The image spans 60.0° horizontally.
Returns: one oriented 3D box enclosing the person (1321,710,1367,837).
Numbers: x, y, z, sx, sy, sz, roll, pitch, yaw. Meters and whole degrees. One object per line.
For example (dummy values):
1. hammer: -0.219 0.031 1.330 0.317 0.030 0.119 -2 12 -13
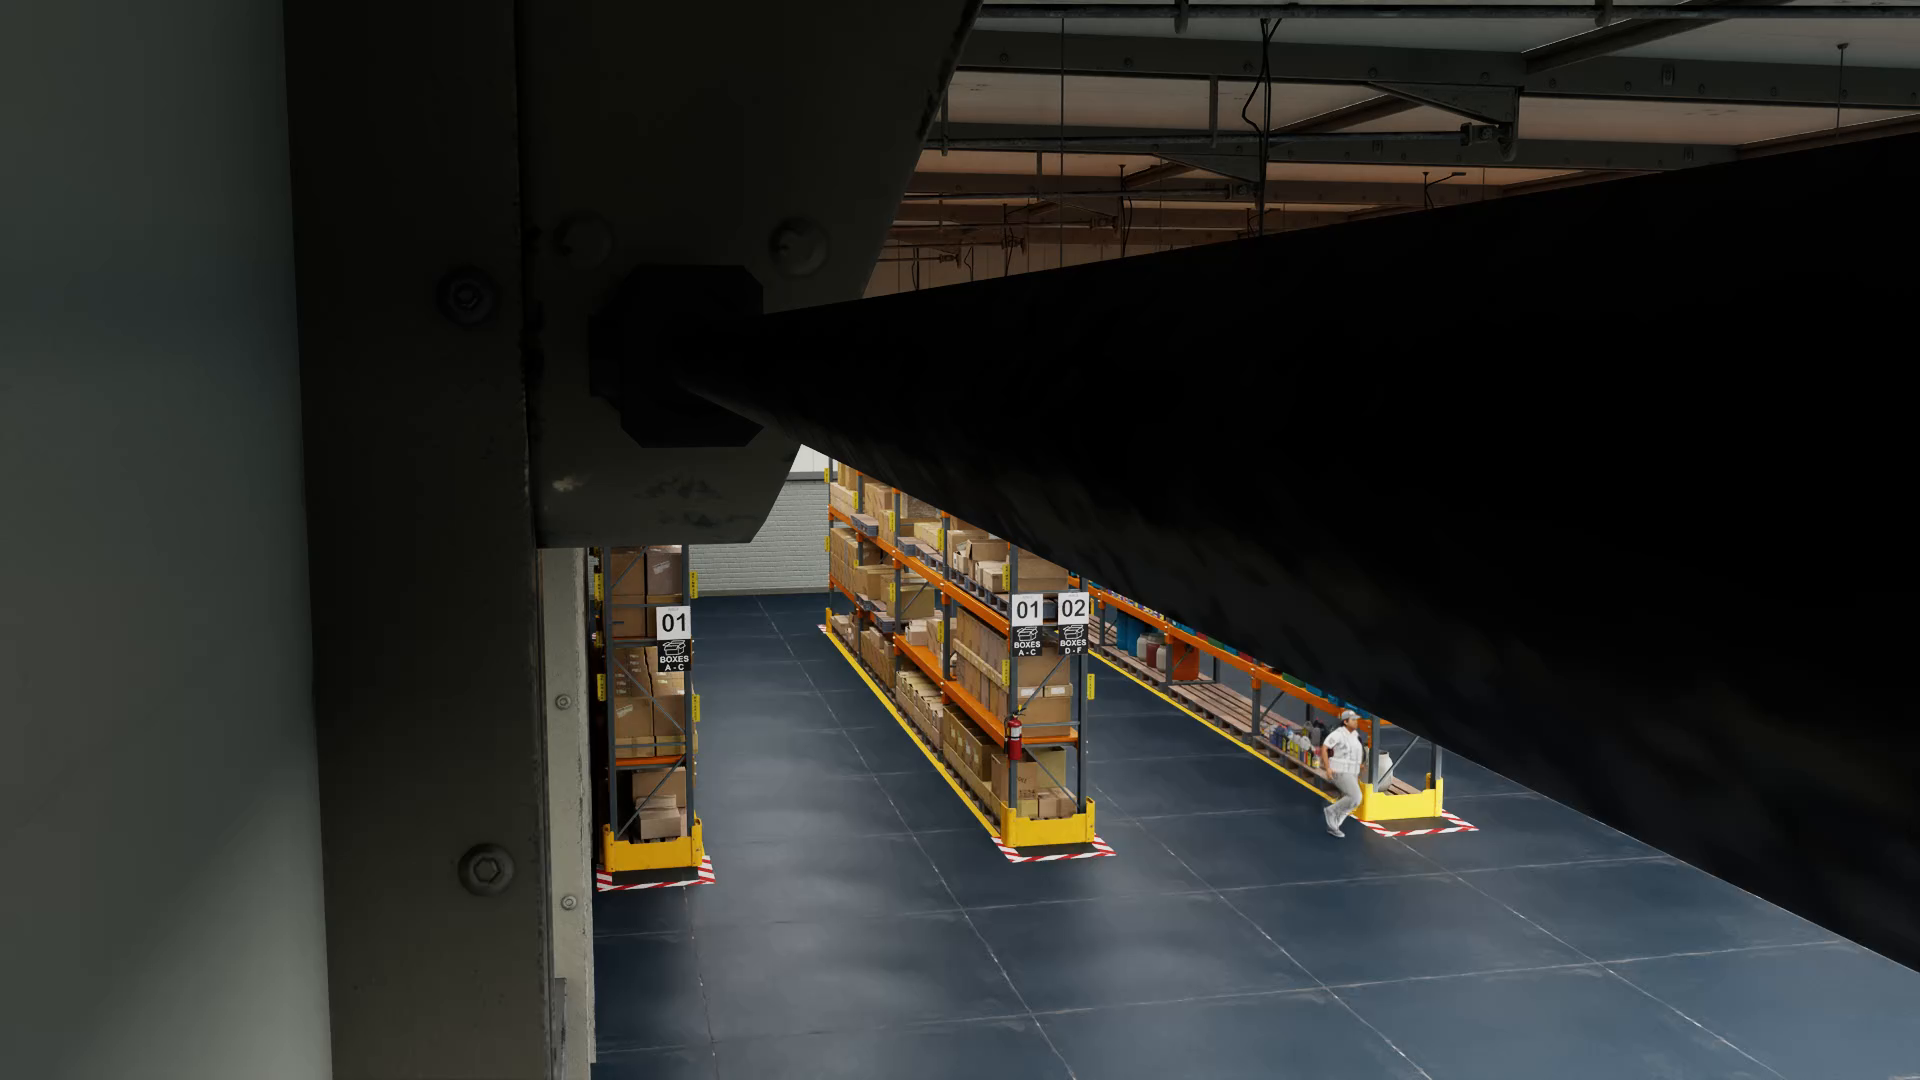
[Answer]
1. person: 5.018 3.003 21.423 0.637 1.597 0.539 -7 9 -44
